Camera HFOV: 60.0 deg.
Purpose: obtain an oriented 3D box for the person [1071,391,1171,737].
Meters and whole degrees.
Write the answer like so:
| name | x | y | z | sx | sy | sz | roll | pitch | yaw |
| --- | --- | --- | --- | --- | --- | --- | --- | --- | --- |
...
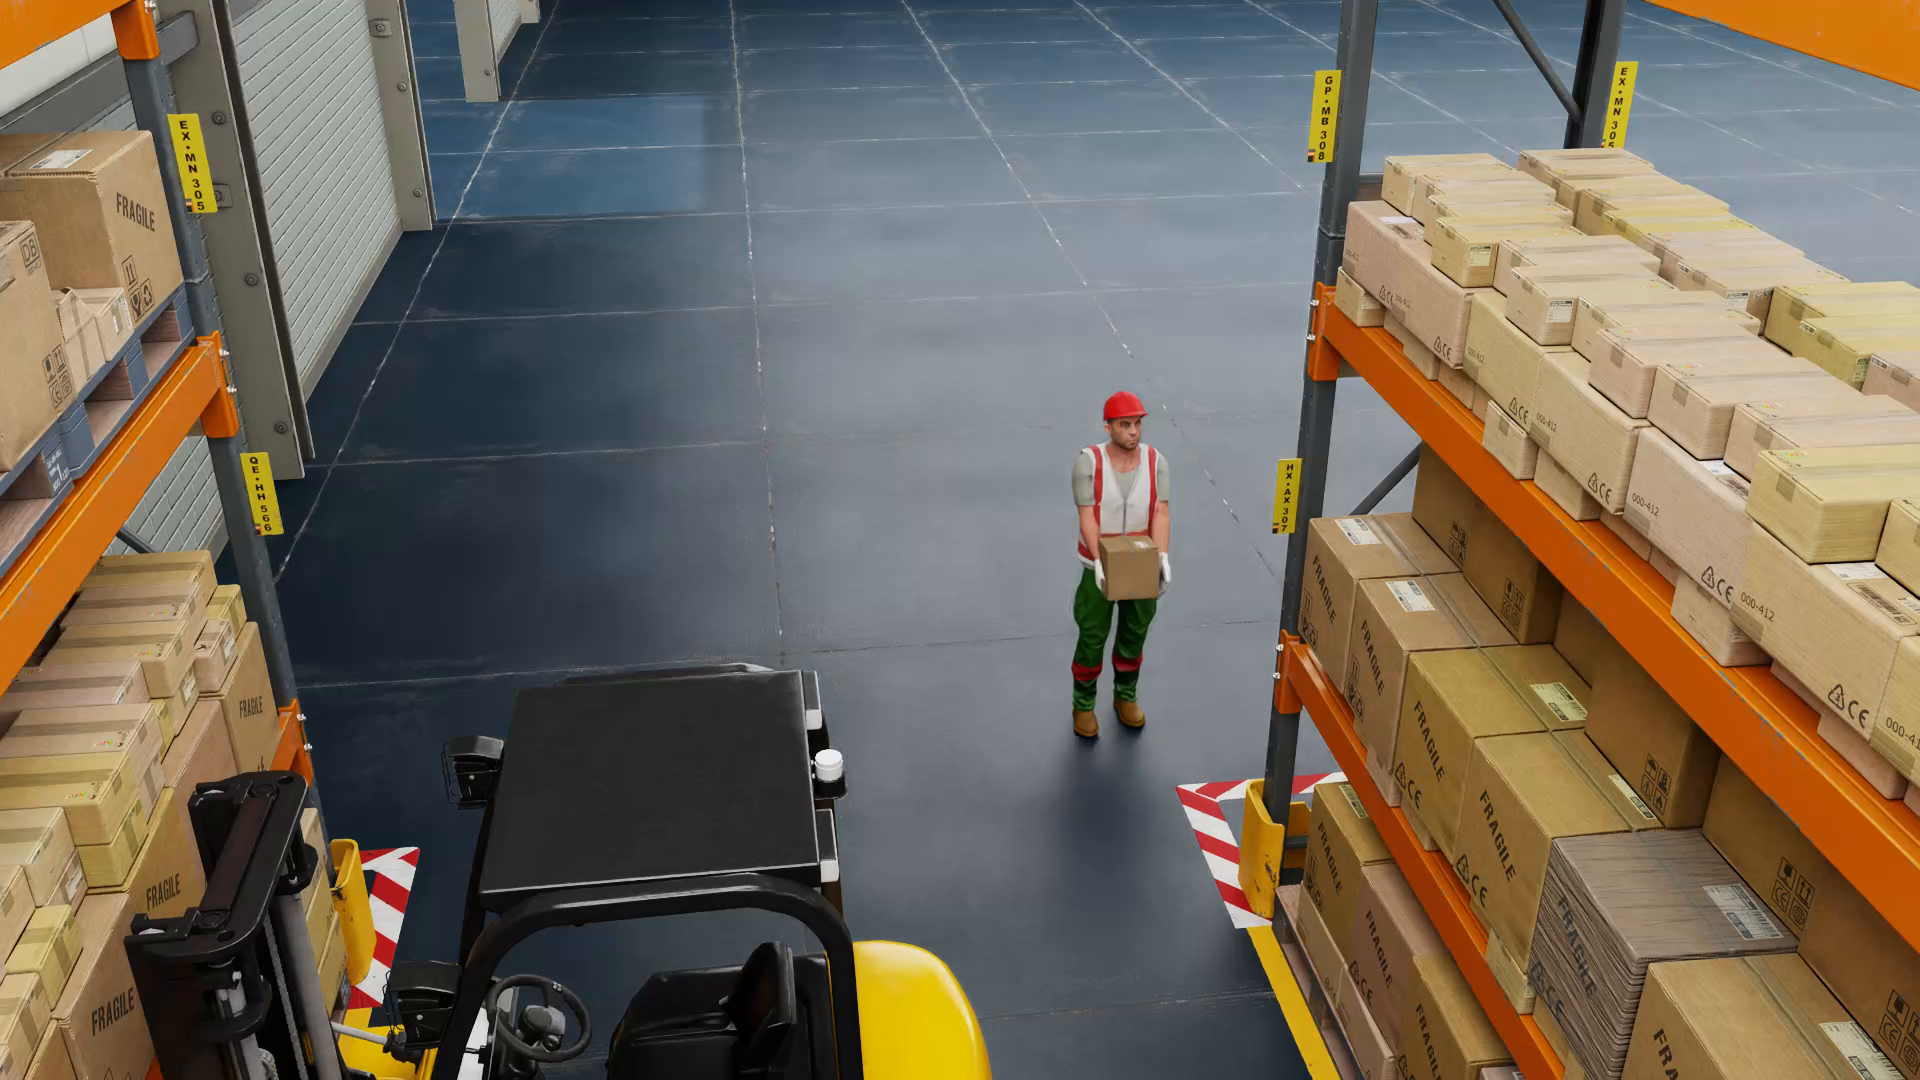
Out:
| name | x | y | z | sx | sy | sz | roll | pitch | yaw |
| --- | --- | --- | --- | --- | --- | --- | --- | --- | --- |
| person | 0.816 | 0.157 | 8.278 | 0.506 | 1.792 | 0.556 | -5 | 27 | -10 |
